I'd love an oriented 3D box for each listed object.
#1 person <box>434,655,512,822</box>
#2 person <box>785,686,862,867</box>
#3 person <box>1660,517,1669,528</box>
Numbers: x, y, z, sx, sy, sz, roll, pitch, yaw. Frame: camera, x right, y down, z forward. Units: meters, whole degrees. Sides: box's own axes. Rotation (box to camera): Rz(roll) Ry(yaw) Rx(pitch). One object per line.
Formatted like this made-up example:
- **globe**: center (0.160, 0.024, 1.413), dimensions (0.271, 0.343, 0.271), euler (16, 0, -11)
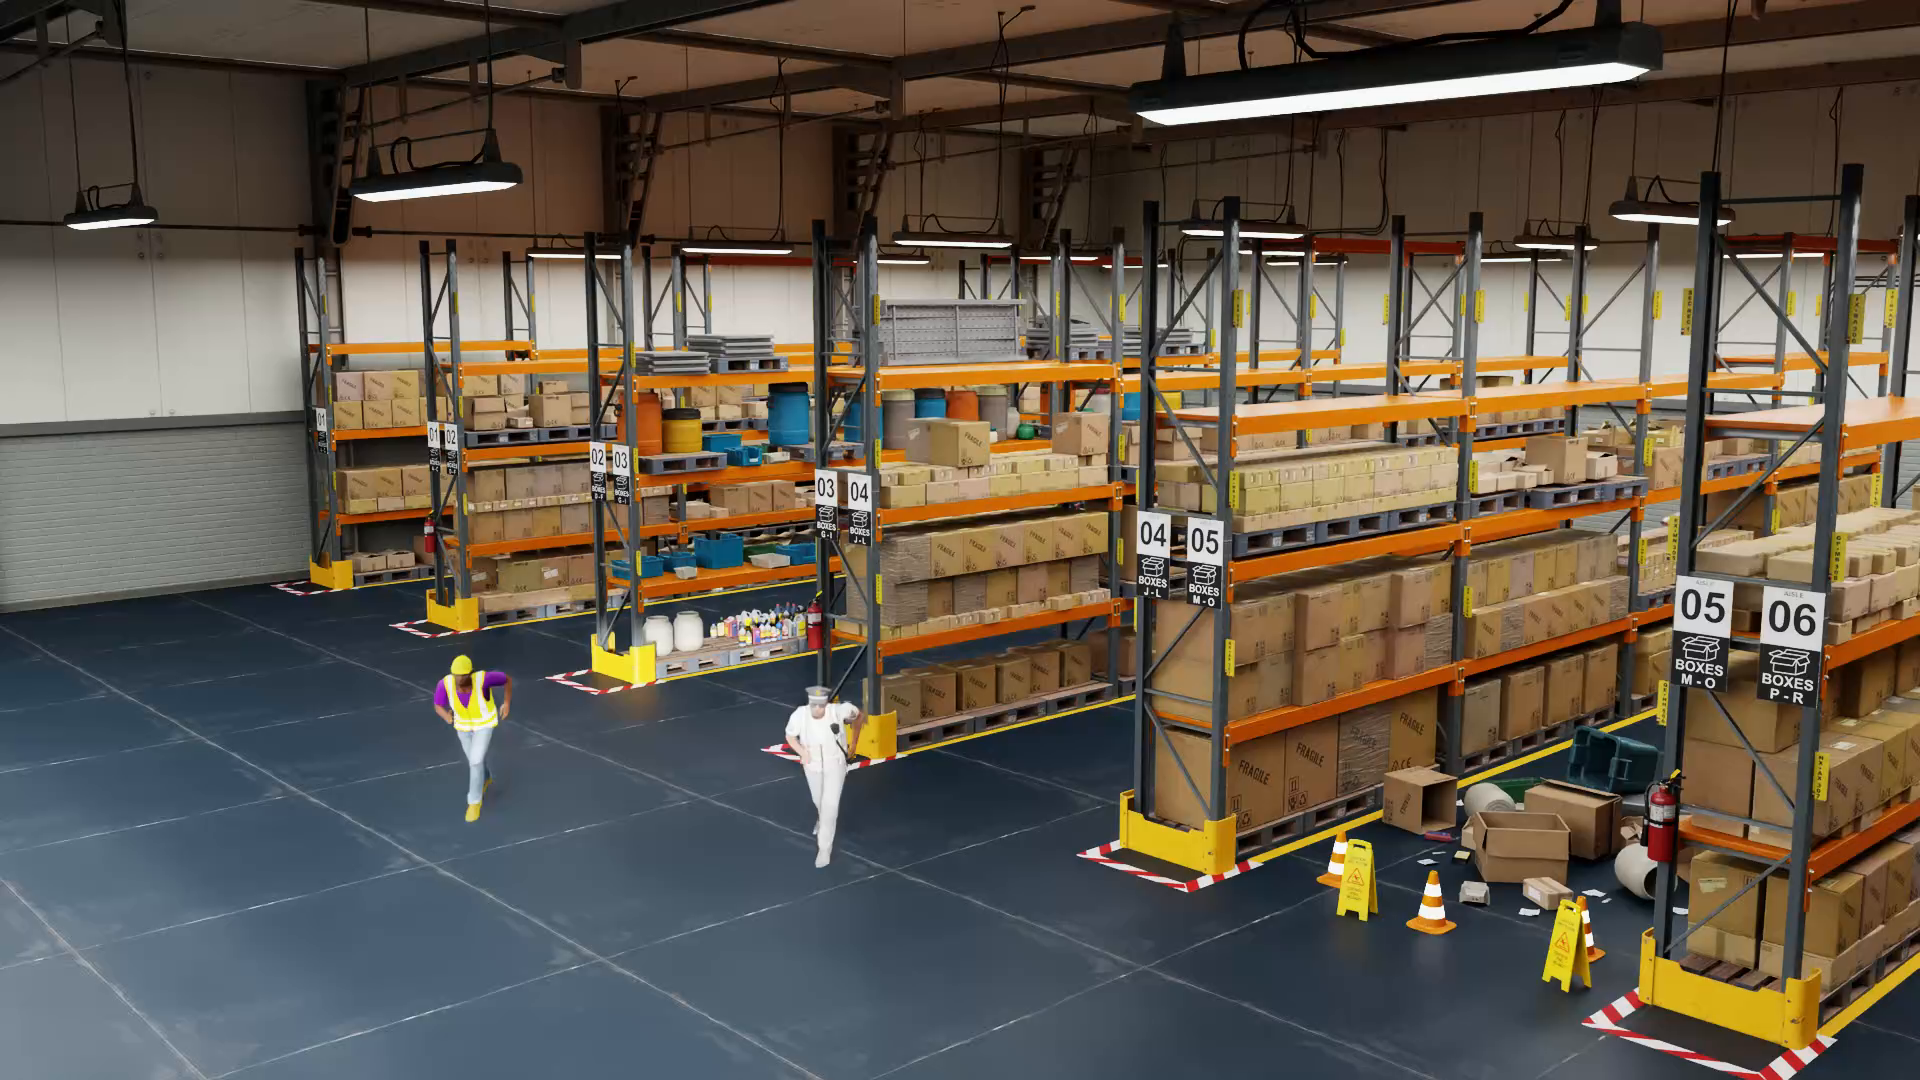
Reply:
- **person**: center (-4.867, 1.931, 16.734), dimensions (0.747, 1.715, 1.037), euler (0, 8, -2)
- **person**: center (-1.254, 2.117, 15.506), dimensions (0.706, 1.719, 1.020), euler (0, 8, 0)
- **person**: center (11.031, 0.493, 26.088), dimensions (0.608, 1.734, 0.678), euler (-8, 11, -42)
